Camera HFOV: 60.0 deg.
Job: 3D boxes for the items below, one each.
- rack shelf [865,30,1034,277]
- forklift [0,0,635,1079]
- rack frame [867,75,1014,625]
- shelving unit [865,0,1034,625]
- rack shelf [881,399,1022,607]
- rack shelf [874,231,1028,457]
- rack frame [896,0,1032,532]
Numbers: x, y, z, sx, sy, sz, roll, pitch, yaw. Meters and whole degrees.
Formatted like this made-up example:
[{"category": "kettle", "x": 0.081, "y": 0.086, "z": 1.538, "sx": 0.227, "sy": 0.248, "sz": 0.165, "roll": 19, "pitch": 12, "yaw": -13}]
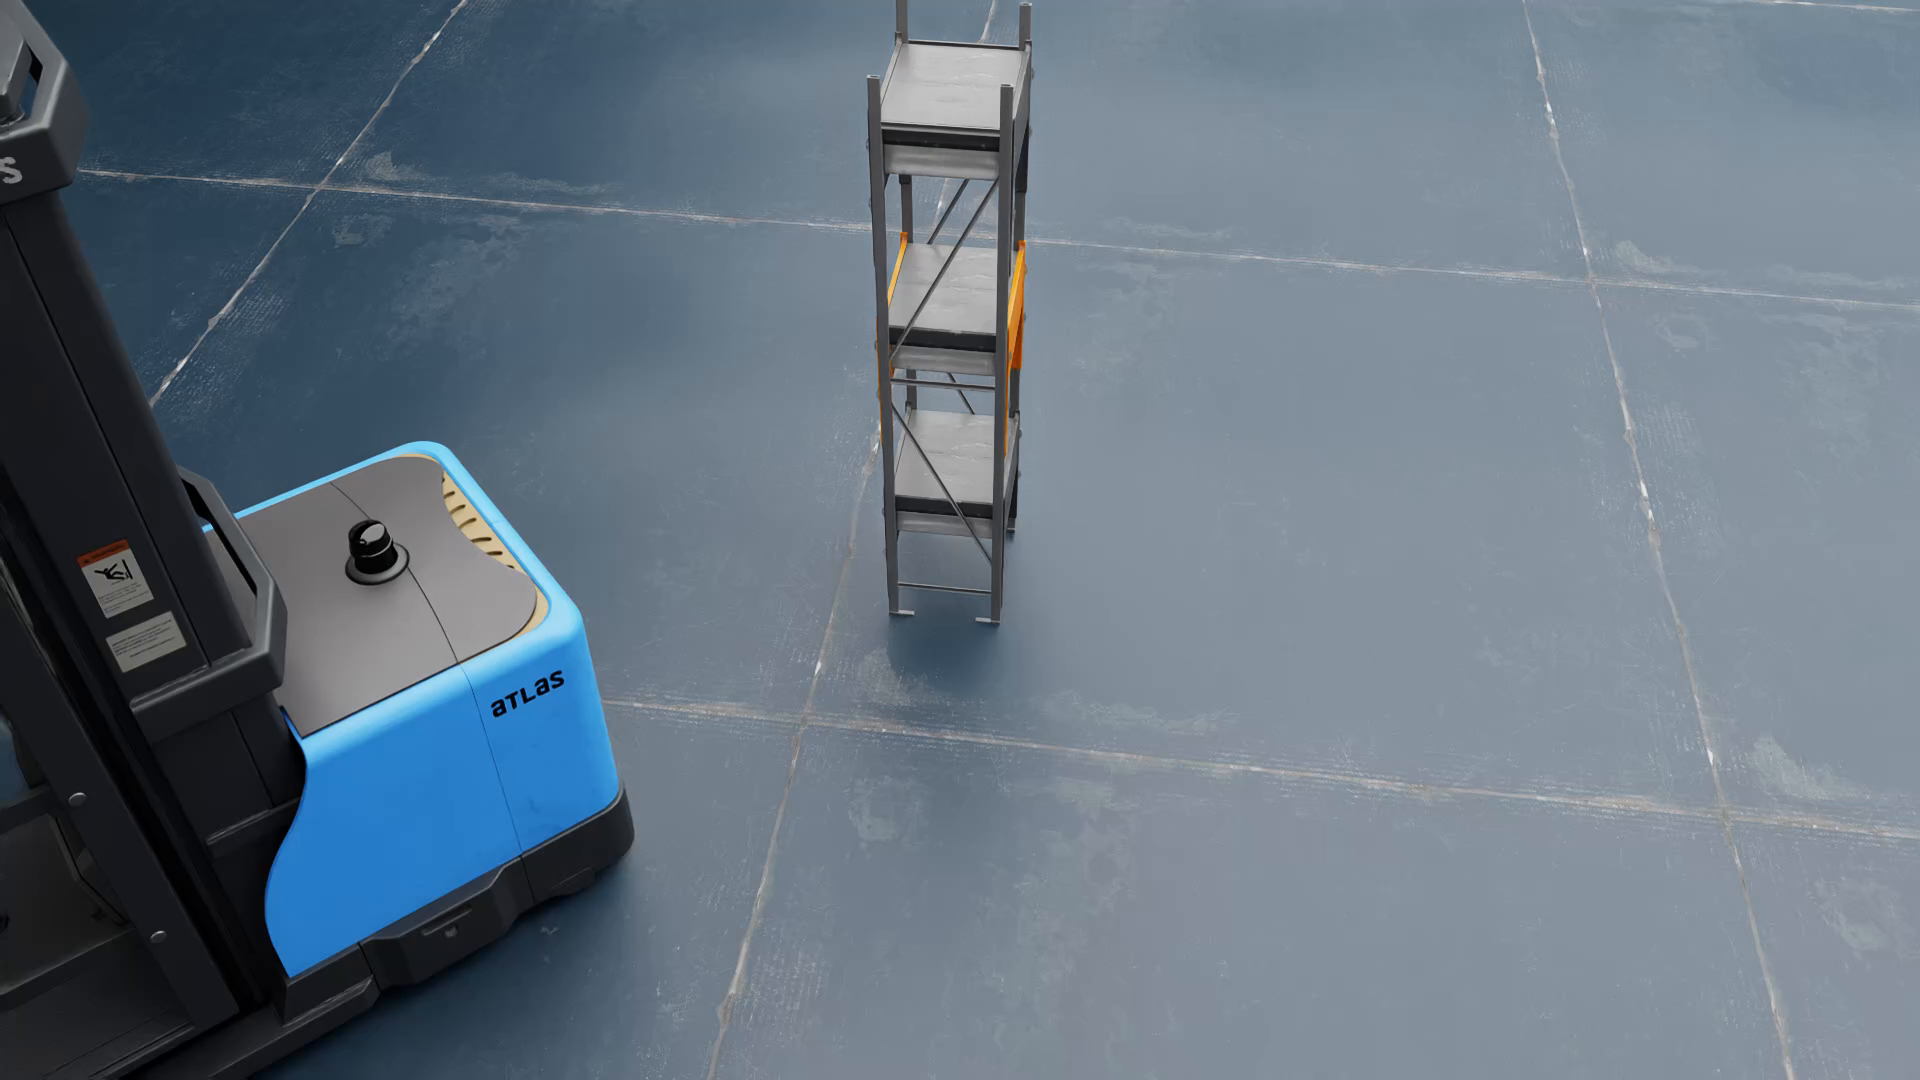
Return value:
[{"category": "rack shelf", "x": -0.022, "y": -1.148, "z": 4.937, "sx": 0.431, "sy": 0.518, "sz": 0.480, "roll": 5, "pitch": 44, "yaw": 6}, {"category": "forklift", "x": -2.497, "y": 0.263, "z": 3.841, "sx": 3.031, "sy": 2.935, "sz": 1.130, "roll": -27, "pitch": 50, "yaw": -26}, {"category": "rack frame", "x": -0.054, "y": -0.483, "z": 5.233, "sx": 0.400, "sy": 2.100, "sz": 0.015, "roll": 5, "pitch": 44, "yaw": 6}, {"category": "shelving unit", "x": -0.022, "y": -0.650, "z": 5.409, "sx": 0.431, "sy": 2.100, "sz": 0.503, "roll": 5, "pitch": 44, "yaw": 6}, {"category": "rack shelf", "x": -0.022, "y": -0.131, "z": 5.900, "sx": 0.431, "sy": 0.518, "sz": 0.480, "roll": 5, "pitch": 44, "yaw": 6}, {"category": "rack shelf", "x": -0.022, "y": -0.640, "z": 5.418, "sx": 0.431, "sy": 0.518, "sz": 0.480, "roll": 5, "pitch": 44, "yaw": 6}, {"category": "rack frame", "x": 0.010, "y": -0.816, "z": 5.585, "sx": 0.400, "sy": 2.100, "sz": 0.015, "roll": 5, "pitch": 44, "yaw": 6}]
